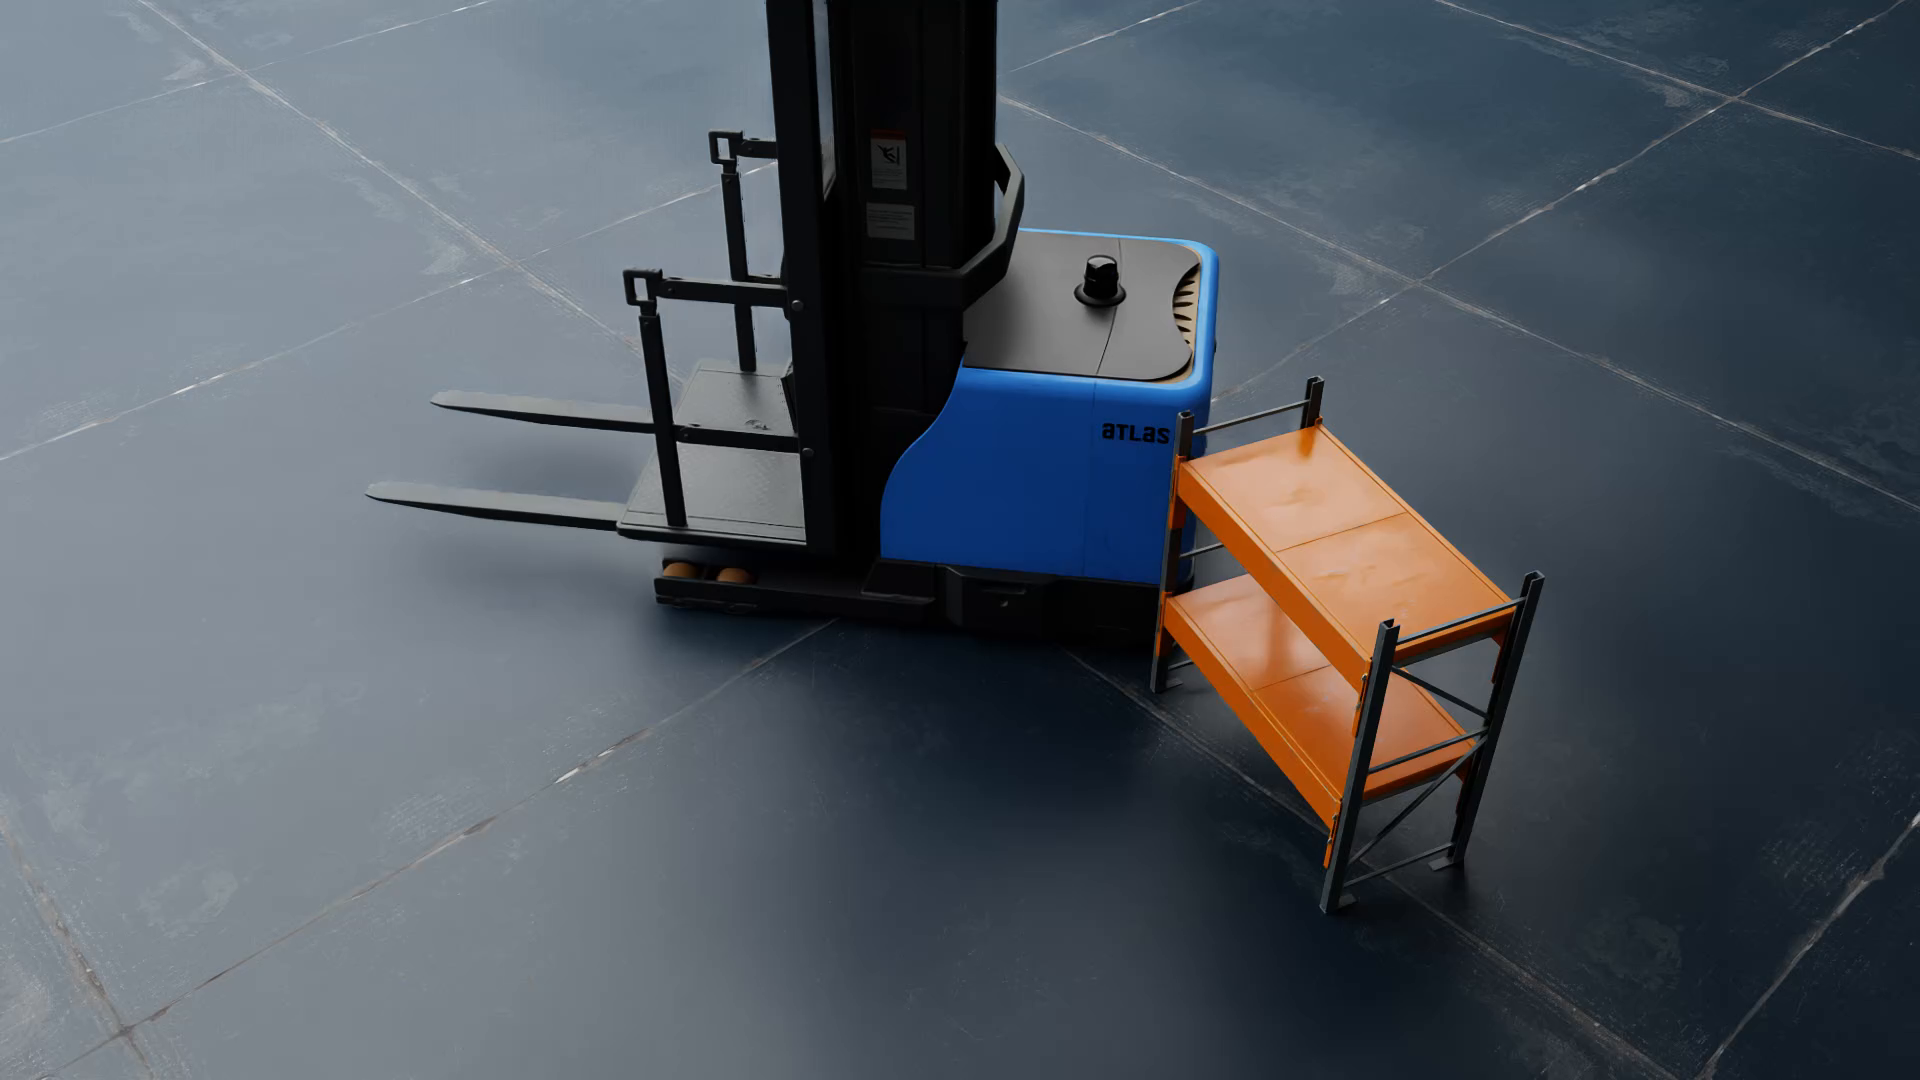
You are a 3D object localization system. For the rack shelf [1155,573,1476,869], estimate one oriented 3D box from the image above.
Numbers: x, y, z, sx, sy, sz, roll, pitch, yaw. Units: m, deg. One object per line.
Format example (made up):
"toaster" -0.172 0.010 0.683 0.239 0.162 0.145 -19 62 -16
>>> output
"rack shelf" 1.086 0.489 5.139 0.538 0.278 1.000 -16 42 -19

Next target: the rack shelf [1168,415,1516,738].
"rack shelf" 1.086 0.071 4.801 0.538 0.278 1.000 -16 42 -19

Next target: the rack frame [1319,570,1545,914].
"rack frame" 1.295 0.589 4.625 0.500 1.125 0.032 -16 42 -19

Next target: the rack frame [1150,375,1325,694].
"rack frame" 0.877 0.007 5.346 0.500 1.125 0.032 -16 42 -19

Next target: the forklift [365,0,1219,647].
"forklift" -0.640 -1.198 5.401 3.031 2.935 1.130 5 39 7

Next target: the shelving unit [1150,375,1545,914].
"shelving unit" 1.086 0.298 4.985 0.538 1.125 1.048 -16 42 -19
